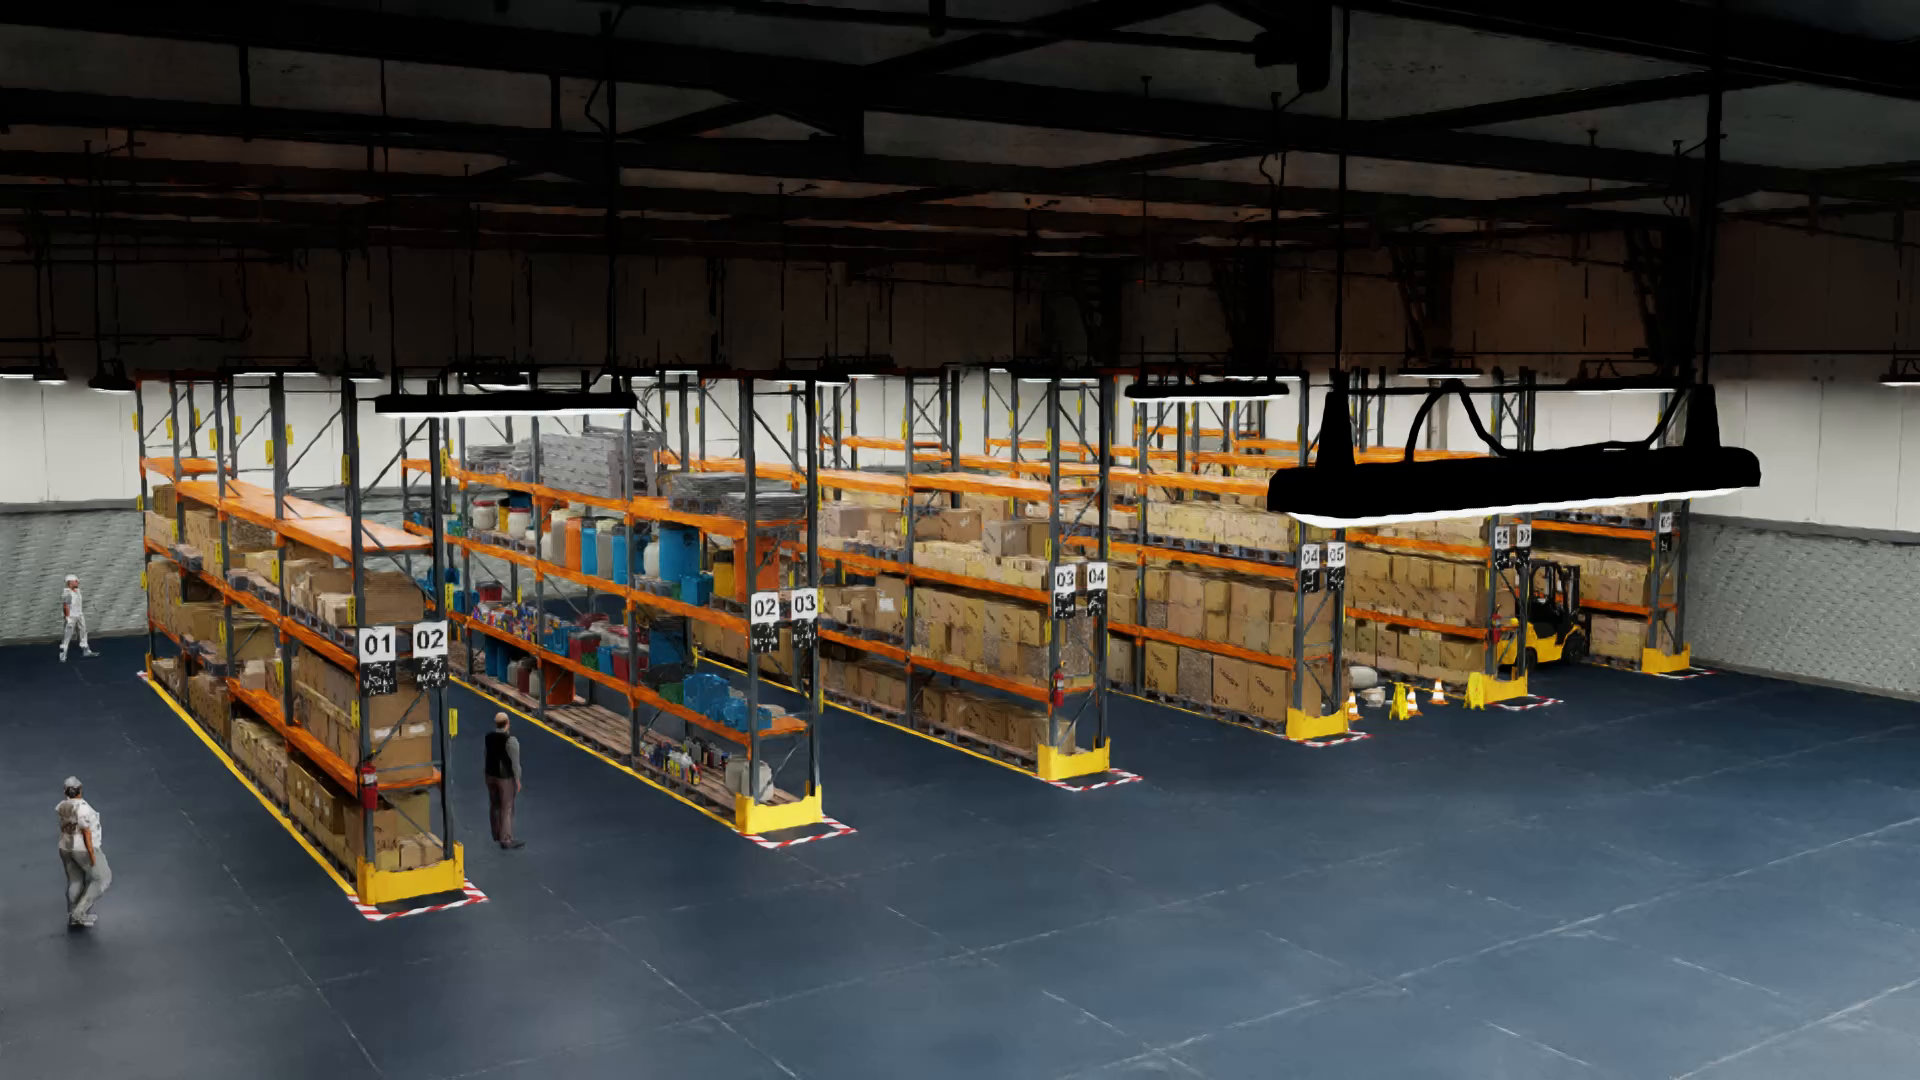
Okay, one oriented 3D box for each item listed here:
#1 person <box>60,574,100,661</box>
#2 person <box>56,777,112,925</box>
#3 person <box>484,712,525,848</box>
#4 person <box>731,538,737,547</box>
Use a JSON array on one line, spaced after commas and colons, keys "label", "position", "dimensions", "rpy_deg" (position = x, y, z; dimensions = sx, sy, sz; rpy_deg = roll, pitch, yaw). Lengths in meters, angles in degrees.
[{"label": "person", "position": [-18.187, 1.578, 34.189], "dimensions": [0.567, 1.776, 0.718], "rpy_deg": [1, 6, 5]}, {"label": "person", "position": [-9.720, 3.443, 18.354], "dimensions": [0.531, 1.660, 0.439], "rpy_deg": [3, 7, 28]}, {"label": "person", "position": [-5.844, 3.050, 21.370], "dimensions": [0.598, 1.731, 0.463], "rpy_deg": [4, 7, 29]}, {"label": "person", "position": [-5.529, 0.773, 41.829], "dimensions": [0.619, 1.667, 0.454], "rpy_deg": [3, 7, 28]}]
